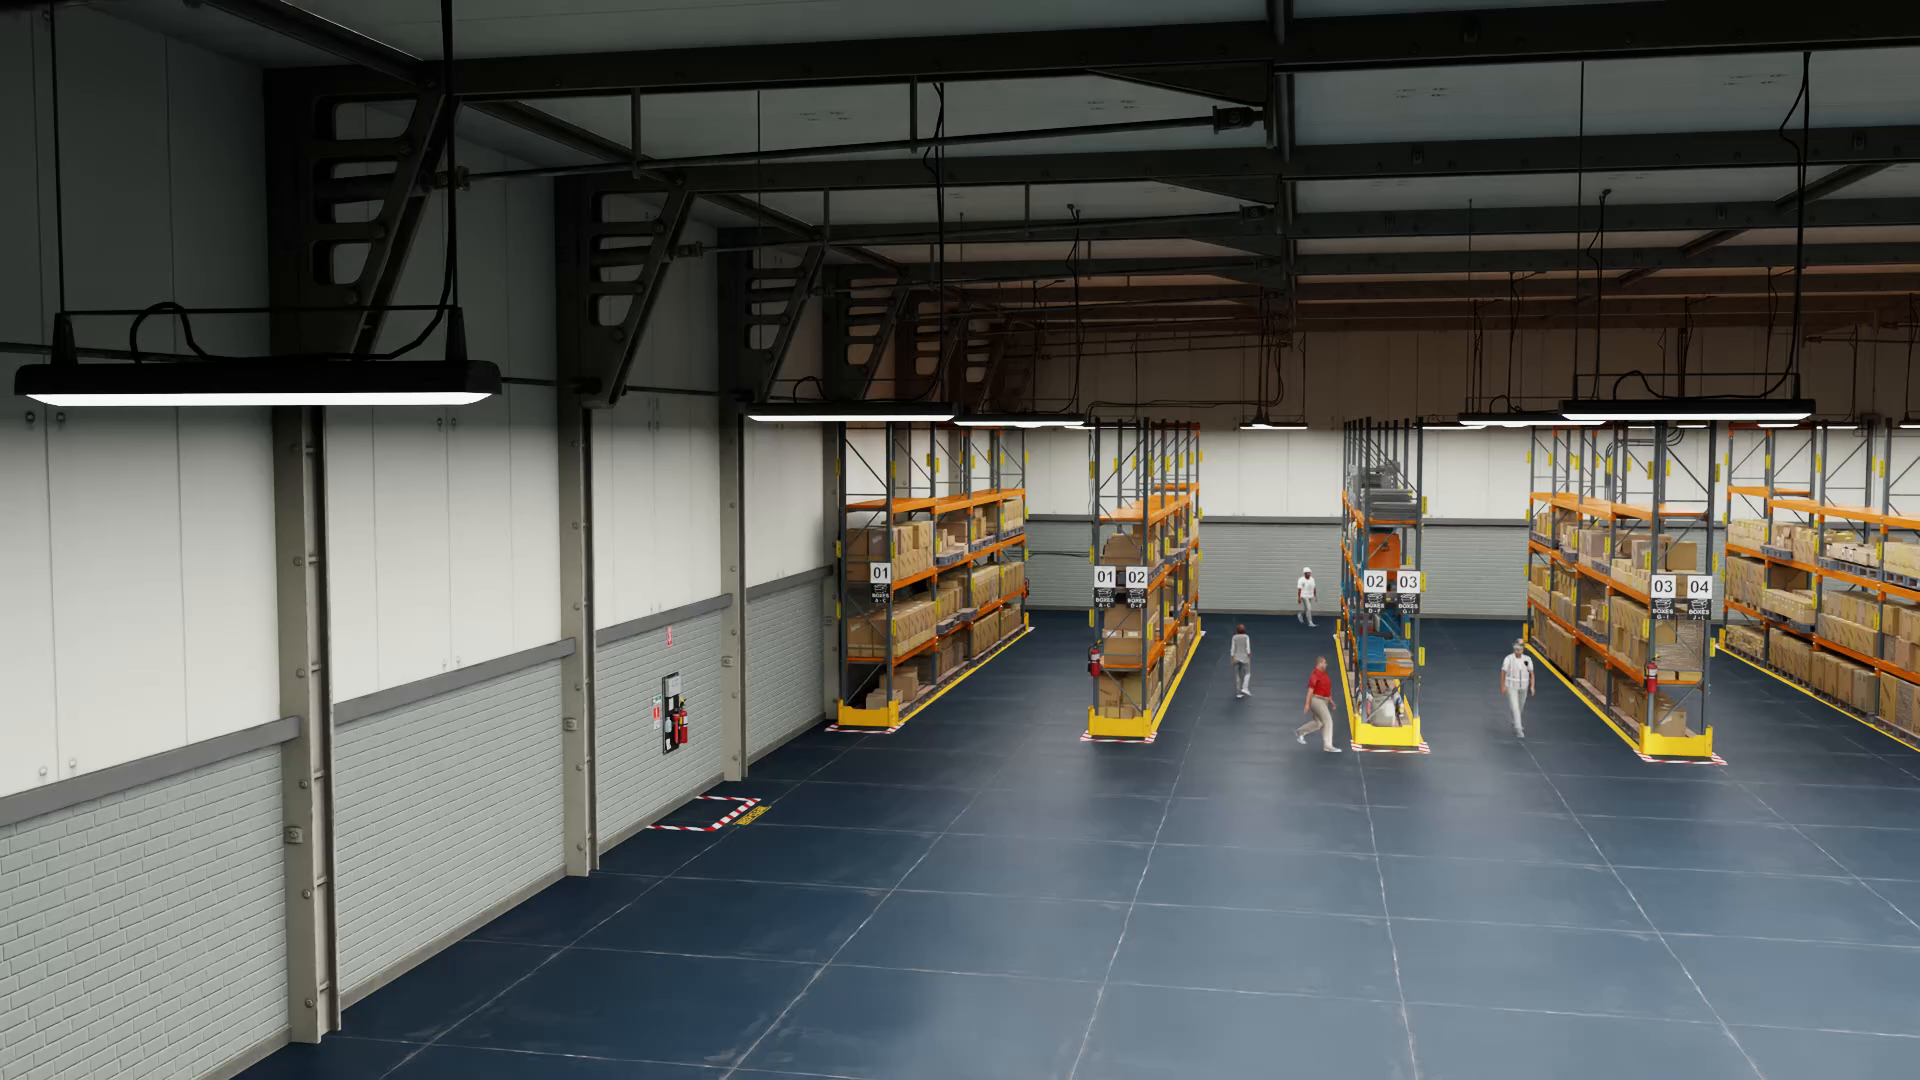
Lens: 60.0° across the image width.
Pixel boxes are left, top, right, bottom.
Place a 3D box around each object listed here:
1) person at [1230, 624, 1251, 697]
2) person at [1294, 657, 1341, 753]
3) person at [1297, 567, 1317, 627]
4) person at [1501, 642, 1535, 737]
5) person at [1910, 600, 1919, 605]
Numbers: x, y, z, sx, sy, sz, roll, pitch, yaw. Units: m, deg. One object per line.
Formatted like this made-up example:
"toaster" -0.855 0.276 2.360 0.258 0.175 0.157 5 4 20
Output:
"person" 6.059 2.602 35.839 0.468 1.597 0.417 1 4 18
"person" 6.480 2.935 30.022 0.942 1.667 0.542 2 4 29
"person" 10.217 1.672 49.052 0.606 1.748 0.913 -2 4 -31
"person" 10.599 2.799 31.538 0.561 1.745 0.873 0 4 -1
"person" 22.856 2.264 39.659 0.578 1.788 0.581 -1 4 -11
